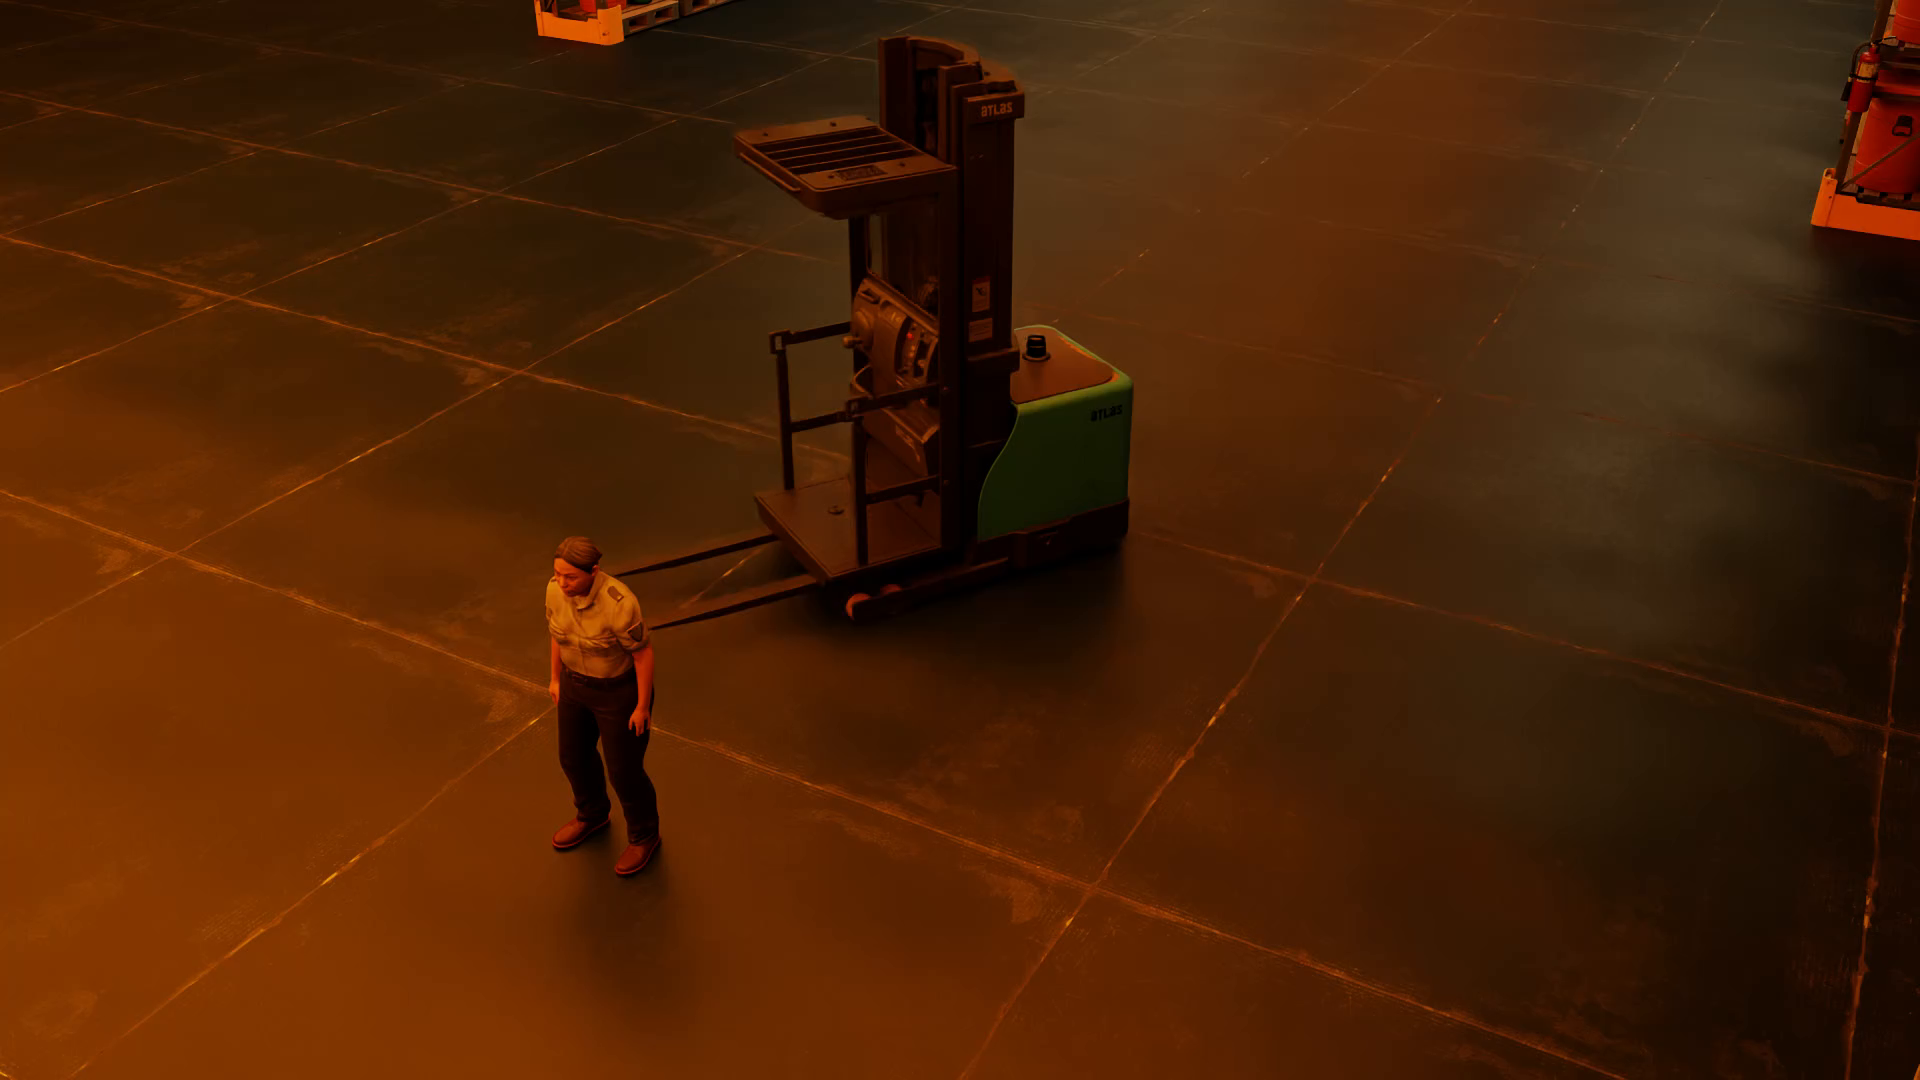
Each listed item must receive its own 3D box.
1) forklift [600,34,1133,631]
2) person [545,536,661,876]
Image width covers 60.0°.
[{"bbox_3d":[-0.540,-1.110,8.993,3.031,2.935,1.130,-15,33,-25],"label":"forklift"},{"bbox_3d":[-1.560,0.669,7.195,0.549,1.650,0.374,15,33,24],"label":"person"}]
